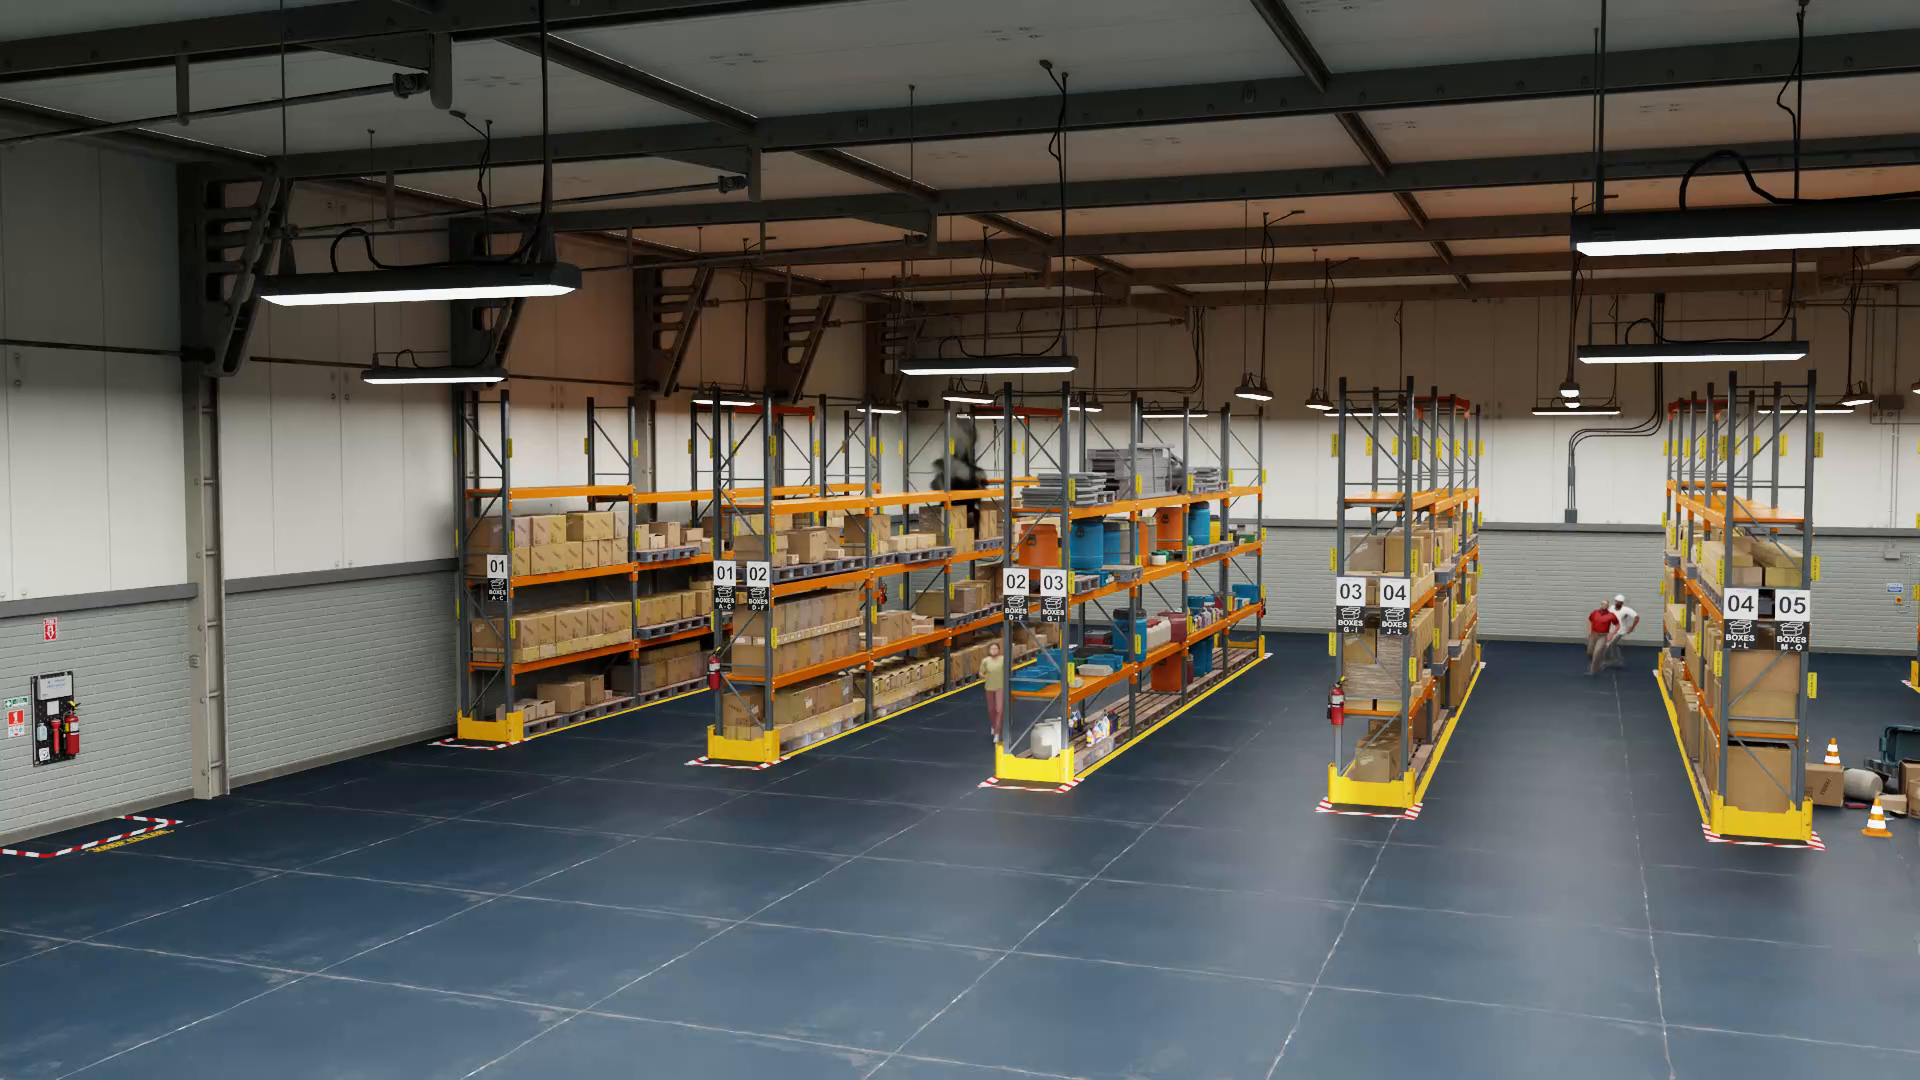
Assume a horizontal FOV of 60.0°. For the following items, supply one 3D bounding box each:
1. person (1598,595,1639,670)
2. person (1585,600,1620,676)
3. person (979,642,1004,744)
[{"bbox_3d":[14.880,2.098,37.607,0.757,1.747,0.806,-1,3,-24],"label":"person"},{"bbox_3d":[14.161,2.150,36.653,0.744,1.681,0.668,2,4,38],"label":"person"},{"bbox_3d":[0.597,2.590,28.621,0.544,1.698,0.890,0,3,9],"label":"person"}]
